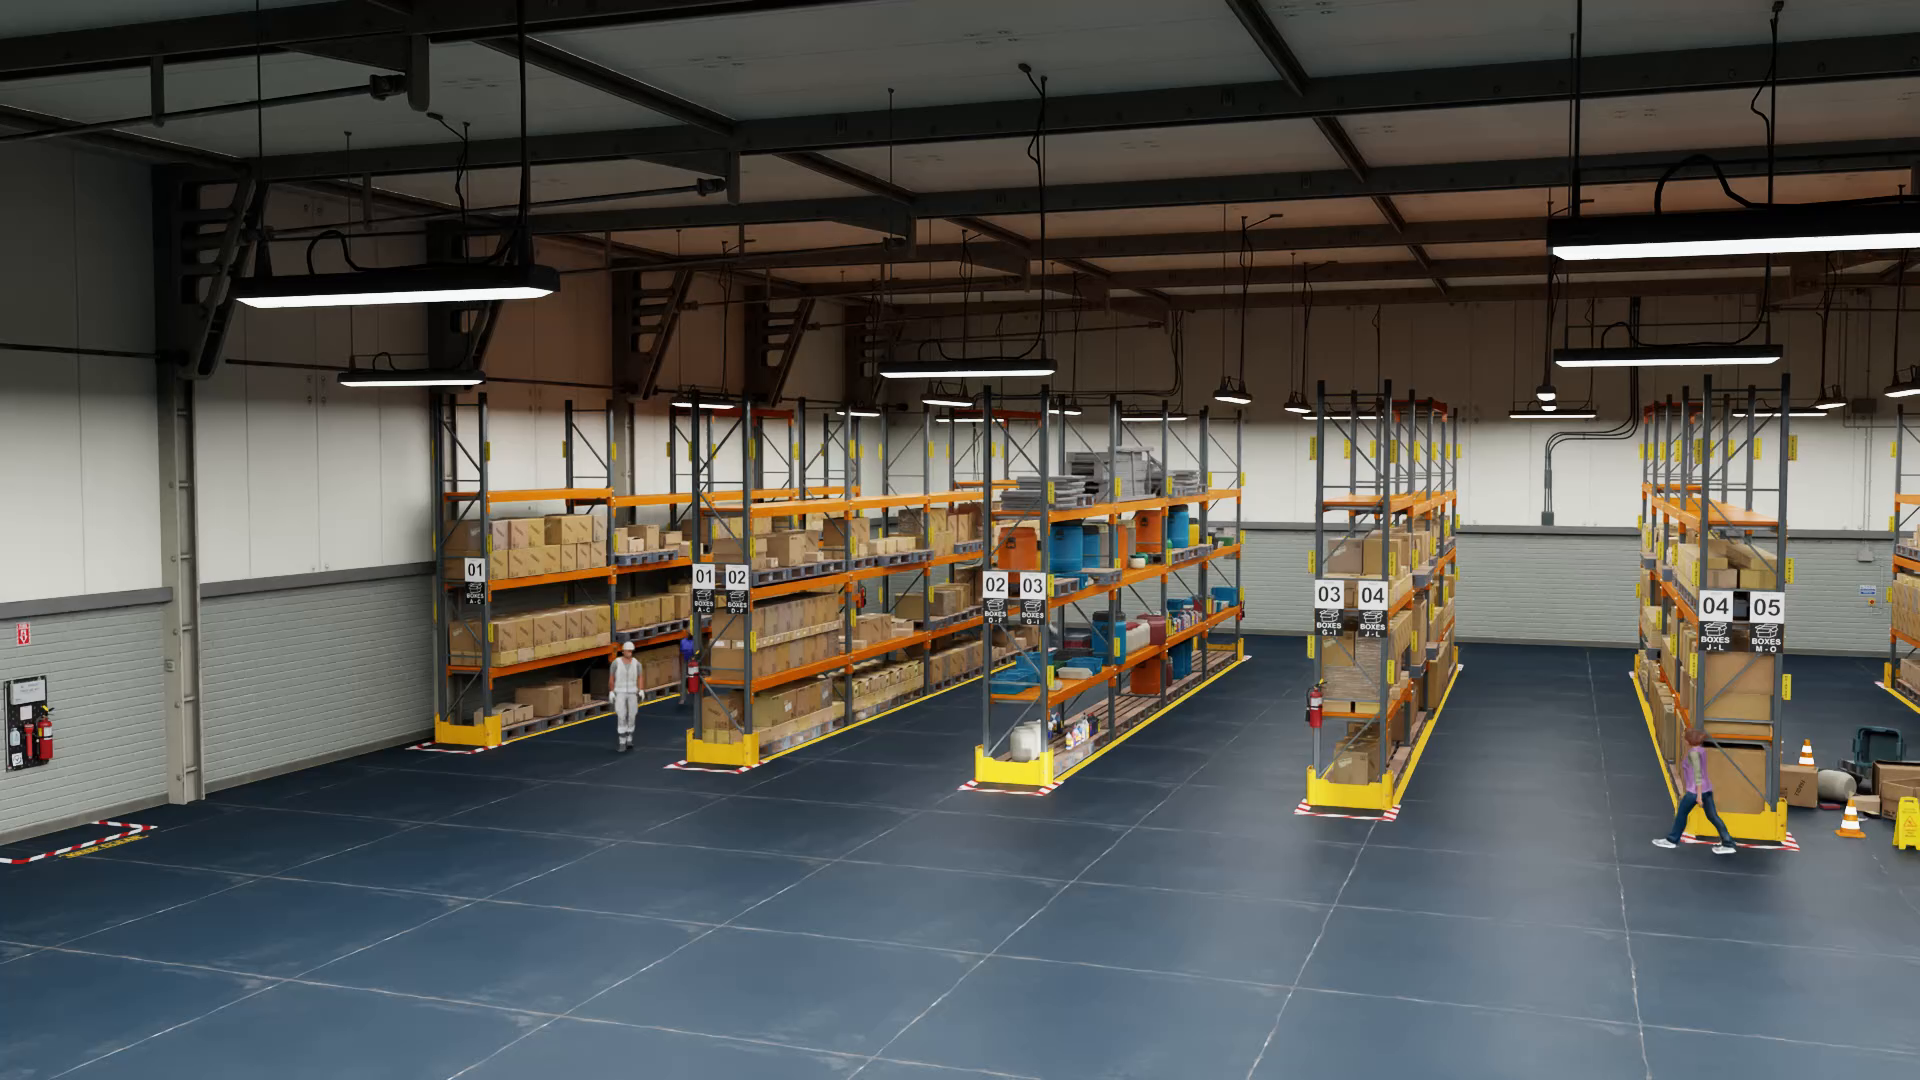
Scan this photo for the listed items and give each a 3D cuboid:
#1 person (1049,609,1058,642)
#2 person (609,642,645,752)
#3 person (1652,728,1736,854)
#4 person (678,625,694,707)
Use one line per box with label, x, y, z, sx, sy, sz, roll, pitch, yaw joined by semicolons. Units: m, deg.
person;2.191;1.843;42.954;1.023;1.725;0.531;0;3;4
person;-5.592;2.639;27.972;0.565;1.837;0.586;-1;3;-24
person;9.173;3.108;20.715;0.973;1.527;0.453;3;4;45
person;-5.249;2.461;32.313;0.491;1.590;1.051;-1;3;-10
